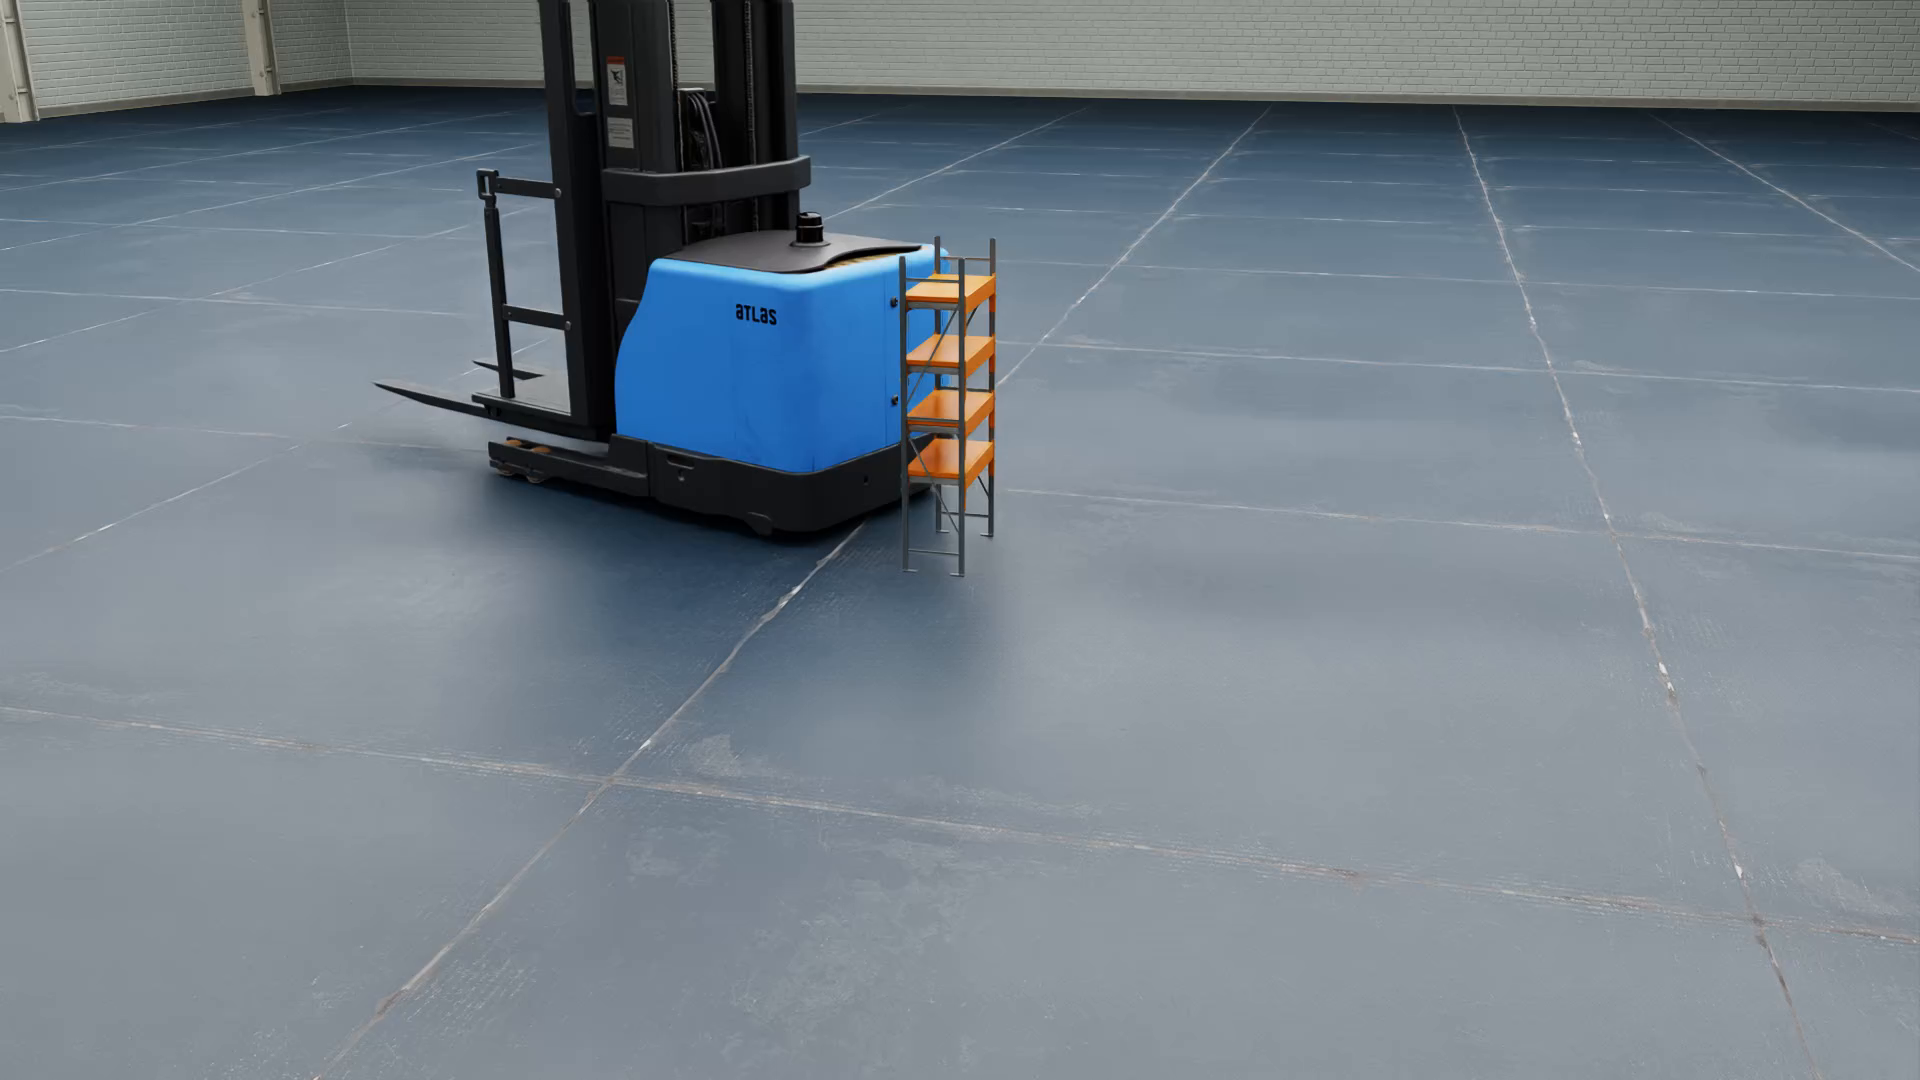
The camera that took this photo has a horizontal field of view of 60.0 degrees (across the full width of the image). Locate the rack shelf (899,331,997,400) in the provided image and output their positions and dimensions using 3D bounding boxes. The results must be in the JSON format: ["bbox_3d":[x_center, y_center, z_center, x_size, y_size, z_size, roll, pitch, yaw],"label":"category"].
[{"bbox_3d":[-0.040,-0.664,6.291,0.258,0.148,0.480,5,19,13],"label":"rack shelf"}]

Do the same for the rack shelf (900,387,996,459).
[{"bbox_3d":[-0.040,-0.452,6.363,0.258,0.148,0.480,5,19,13],"label":"rack shelf"}]

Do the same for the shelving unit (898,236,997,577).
[{"bbox_3d":[-0.040,-0.516,6.342,0.258,1.200,0.503,5,19,13],"label":"shelving unit"}]

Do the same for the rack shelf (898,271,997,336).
[{"bbox_3d":[-0.040,-0.888,6.215,0.258,0.148,0.480,5,19,13],"label":"rack shelf"}]

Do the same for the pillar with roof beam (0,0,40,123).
[{"bbox_3d":[-10.178,-10.324,22.992,9.100,9.000,0.400,5,19,13],"label":"pillar with roof beam"}]

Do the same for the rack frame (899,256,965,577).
[{"bbox_3d":[-0.100,-0.439,6.118,0.240,1.200,0.015,5,19,13],"label":"rack frame"}]

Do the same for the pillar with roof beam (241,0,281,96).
[{"bbox_3d":[-8.712,-12.205,28.498,9.100,9.000,0.400,5,19,13],"label":"pillar with roof beam"}]

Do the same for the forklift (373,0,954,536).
[{"bbox_3d":[-1.514,-1.761,7.308,3.031,2.935,1.130,13,23,34],"label":"forklift"}]

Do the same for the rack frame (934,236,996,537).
[{"bbox_3d":[0.019,-0.592,6.566,0.240,1.200,0.015,5,19,13],"label":"rack frame"}]

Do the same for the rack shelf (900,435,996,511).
[{"bbox_3d":[-0.040,-0.264,6.428,0.258,0.148,0.480,5,19,13],"label":"rack shelf"}]
